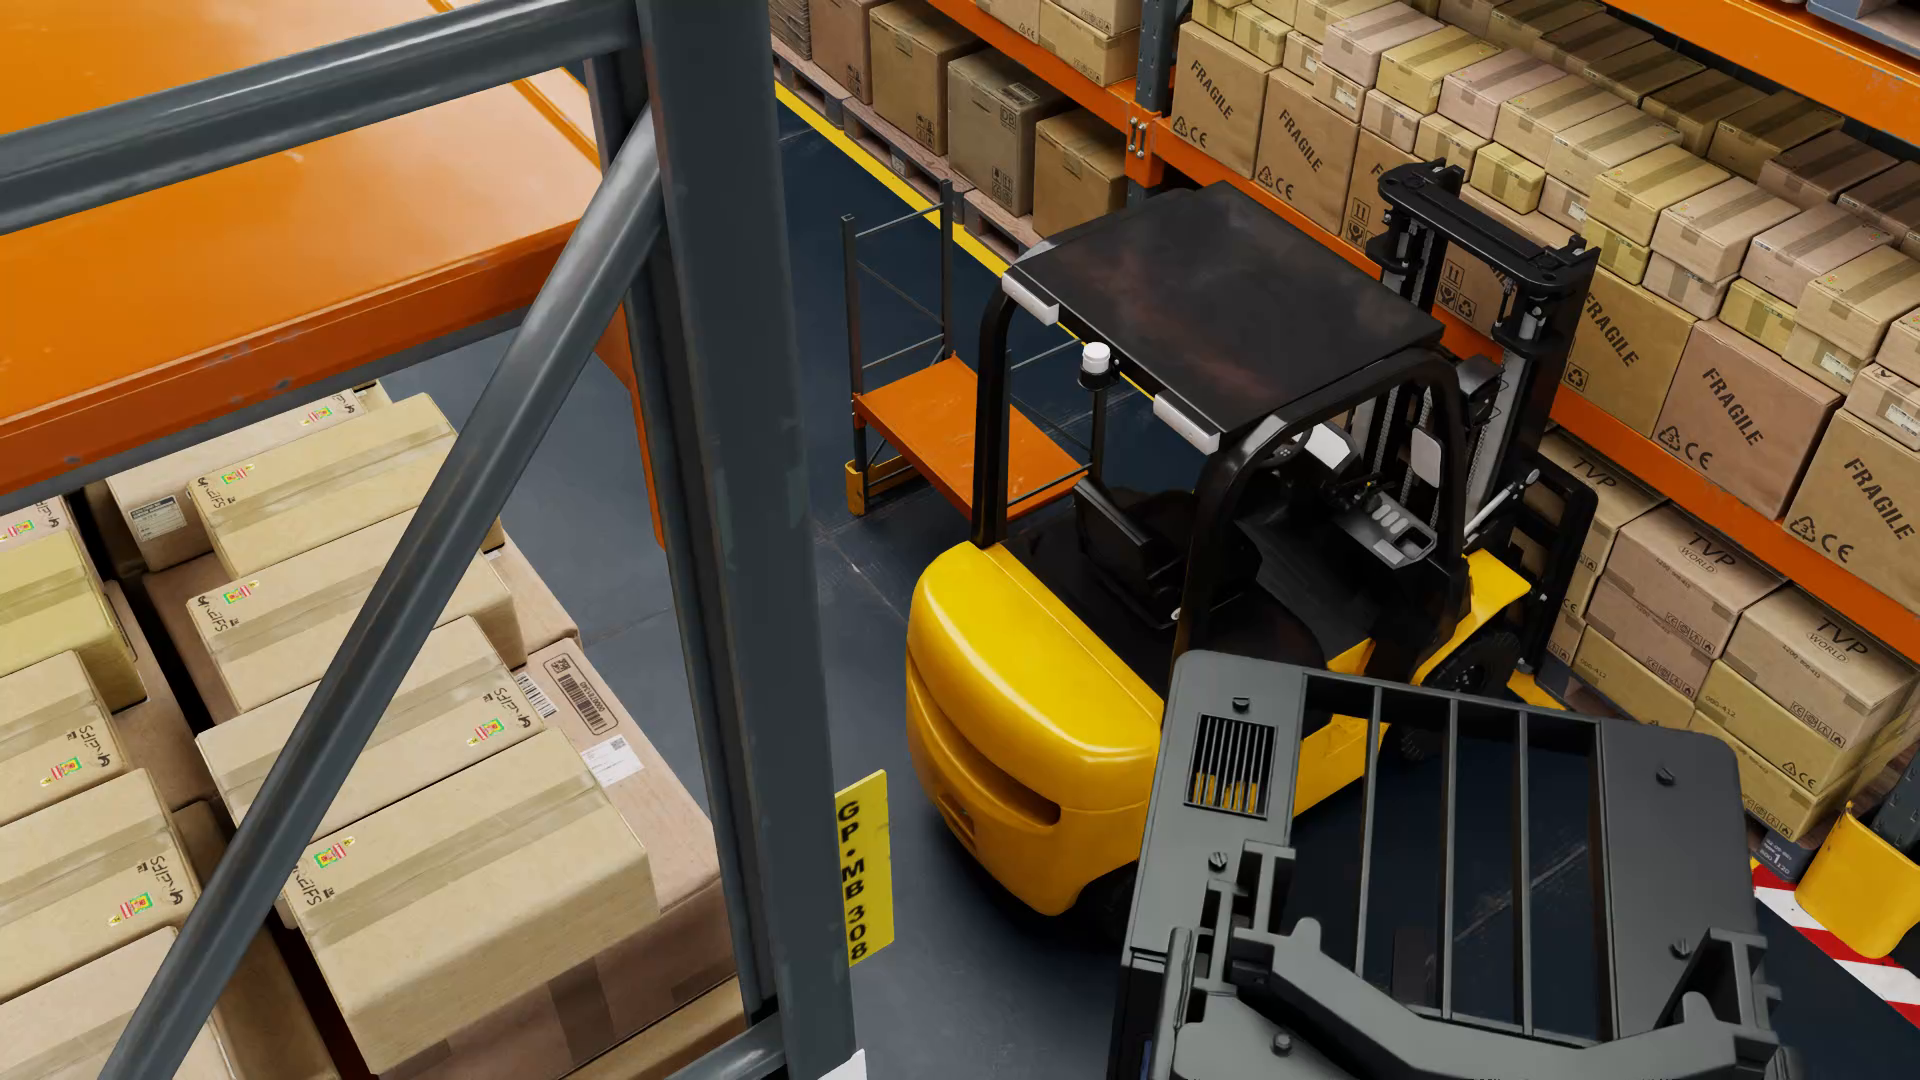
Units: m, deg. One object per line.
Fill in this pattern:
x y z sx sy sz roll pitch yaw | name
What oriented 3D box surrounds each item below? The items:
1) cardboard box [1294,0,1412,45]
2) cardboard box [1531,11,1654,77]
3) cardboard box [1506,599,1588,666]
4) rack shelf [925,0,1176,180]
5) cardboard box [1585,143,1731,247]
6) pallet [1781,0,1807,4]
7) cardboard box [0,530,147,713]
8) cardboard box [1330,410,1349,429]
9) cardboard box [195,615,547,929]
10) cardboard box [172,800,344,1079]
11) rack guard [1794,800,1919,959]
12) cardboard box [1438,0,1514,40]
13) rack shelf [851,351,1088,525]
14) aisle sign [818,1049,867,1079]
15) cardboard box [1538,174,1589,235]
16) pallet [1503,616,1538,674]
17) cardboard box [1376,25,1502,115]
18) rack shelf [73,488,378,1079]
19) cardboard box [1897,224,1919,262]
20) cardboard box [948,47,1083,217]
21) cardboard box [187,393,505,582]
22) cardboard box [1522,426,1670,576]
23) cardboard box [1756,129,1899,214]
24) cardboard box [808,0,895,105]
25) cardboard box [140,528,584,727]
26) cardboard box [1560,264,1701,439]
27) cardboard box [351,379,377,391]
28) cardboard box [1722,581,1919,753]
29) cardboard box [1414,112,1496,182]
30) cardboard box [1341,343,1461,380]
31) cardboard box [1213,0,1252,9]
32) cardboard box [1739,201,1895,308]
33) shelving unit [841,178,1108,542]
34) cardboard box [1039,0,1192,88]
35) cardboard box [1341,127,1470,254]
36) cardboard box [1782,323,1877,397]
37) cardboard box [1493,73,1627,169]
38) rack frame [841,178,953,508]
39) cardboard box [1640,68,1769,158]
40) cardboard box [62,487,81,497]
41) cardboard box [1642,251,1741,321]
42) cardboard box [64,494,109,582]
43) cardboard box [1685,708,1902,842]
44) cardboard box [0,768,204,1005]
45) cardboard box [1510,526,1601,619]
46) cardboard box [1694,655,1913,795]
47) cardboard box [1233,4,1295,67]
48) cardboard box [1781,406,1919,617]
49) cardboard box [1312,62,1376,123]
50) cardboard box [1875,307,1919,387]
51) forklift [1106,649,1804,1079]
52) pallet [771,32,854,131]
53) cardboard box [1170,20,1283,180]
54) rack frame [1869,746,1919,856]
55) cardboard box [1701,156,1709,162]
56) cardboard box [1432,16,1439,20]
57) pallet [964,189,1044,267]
1.531 -2.058 6.467 0.380 0.149 0.250 -27 50 -25 | cardboard box
2.351 -1.810 6.207 0.380 0.149 0.250 -26 50 -25 | cardboard box
2.420 0.163 6.585 0.500 0.250 0.500 -25 49 -24 | cardboard box
0.071 -3.104 8.841 1.077 0.370 4.000 -26 49 -24 | rack shelf
2.313 -1.147 5.512 0.380 0.149 0.250 -25 49 -24 | cardboard box
2.418 -2.121 5.182 1.003 0.211 1.213 -26 49 -24 | pallet
-1.382 0.177 2.315 0.380 0.149 0.250 -25 49 -24 | cardboard box
1.806 -0.600 7.022 0.500 0.250 0.500 -26 50 -25 | cardboard box
-0.759 0.296 2.190 0.380 0.149 0.250 -26 49 -25 | cardboard box
-1.080 0.676 2.082 0.500 0.250 0.500 -26 50 -25 | cardboard box
3.517 0.952 5.882 1.175 0.500 0.348 -26 49 -24 | rack guard
2.112 -2.128 6.540 0.380 0.149 0.250 -27 50 -25 | cardboard box
0.049 -0.364 6.797 0.538 0.185 1.000 -26 49 -24 | rack shelf
-0.276 0.970 2.170 0.394 0.787 0.004 -26 49 -24 | aisle sign
2.252 -1.216 5.800 0.380 0.149 0.250 -26 49 -25 | cardboard box
2.337 -0.064 7.155 1.003 0.211 1.213 -26 49 -24 | pallet
1.764 -1.736 6.129 0.380 0.149 0.250 -26 50 -25 | cardboard box
-1.710 0.040 3.376 1.077 0.370 4.000 -26 49 -24 | rack shelf
3.201 -0.924 5.279 0.380 0.149 0.250 -25 49 -24 | cardboard box
0.469 -2.258 8.849 0.875 0.625 0.625 -26 50 -25 | cardboard box
-0.934 -0.041 2.544 0.380 0.149 0.250 -26 49 -25 | cardboard box
2.390 -0.191 6.232 0.500 0.250 0.500 -25 49 -24 | cardboard box
2.901 -1.209 5.578 0.380 0.149 0.250 -24 49 -23 | cardboard box
-0.348 -3.064 9.694 0.875 0.625 0.625 -24 49 -23 | cardboard box
-0.915 0.180 2.601 0.500 0.250 0.500 -26 50 -25 | cardboard box
2.423 -0.764 5.797 0.500 0.500 0.500 -27 50 -25 | cardboard box
-1.237 -0.324 2.840 0.380 0.149 0.250 -24 49 -23 | cardboard box
2.984 0.378 5.636 0.500 0.250 0.500 -24 49 -23 | cardboard box
1.890 -1.481 6.078 0.380 0.149 0.250 -27 50 -26 | cardboard box
1.812 -0.781 6.850 0.500 0.250 0.500 -24 49 -23 | cardboard box
1.154 -2.312 6.733 0.380 0.149 0.250 -25 49 -24 | cardboard box
2.705 -0.899 5.253 0.380 0.149 0.250 -25 49 -24 | cardboard box
0.044 -0.499 6.678 0.587 1.500 1.083 -26 49 -24 | shelving unit
0.712 -2.359 7.648 0.500 0.250 0.500 -25 49 -24 | cardboard box
1.857 -1.338 6.398 0.500 0.500 0.500 -26 50 -25 | cardboard box
2.806 -0.626 5.182 0.380 0.149 0.250 -25 49 -24 | cardboard box
2.113 -1.479 5.861 0.380 0.149 0.250 -26 49 -24 | cardboard box
-0.242 -0.782 6.974 0.500 1.500 0.032 -26 49 -24 | rack frame
2.625 -1.506 5.888 0.380 0.149 0.250 -25 49 -24 | cardboard box
-1.644 -0.123 2.629 0.380 0.149 0.250 -27 50 -26 | cardboard box
2.482 -0.904 5.473 0.380 0.149 0.250 -27 50 -26 | cardboard box
-1.667 0.098 2.687 0.500 0.250 0.500 -24 49 -23 | cardboard box
2.975 0.736 5.985 0.500 0.250 0.500 -25 49 -24 | cardboard box
-1.118 0.479 2.000 0.380 0.149 0.250 -25 49 -24 | cardboard box
2.378 -0.028 6.423 0.500 0.250 0.500 -27 50 -25 | cardboard box
2.968 0.544 5.824 0.500 0.250 0.500 -26 50 -25 | cardboard box
1.331 -2.071 6.696 0.380 0.149 0.250 -25 49 -24 | cardboard box
3.006 -0.177 5.181 0.500 0.500 0.500 -27 50 -25 | cardboard box
1.583 -1.766 6.376 0.380 0.149 0.250 -25 49 -24 | cardboard box
2.959 -0.591 4.930 0.380 0.149 0.250 -26 49 -24 | cardboard box
0.872 1.350 3.704 1.130 2.935 3.031 9 44 9 | forklift
-0.635 -3.006 10.237 1.003 0.211 1.213 -26 49 -24 | pallet
1.254 -1.913 7.000 0.500 0.500 0.500 -27 50 -25 | cardboard box
3.503 0.034 5.033 1.000 3.000 0.127 -26 49 -24 | rack frame
2.664 -1.408 6.001 0.380 0.149 0.250 -26 49 -25 | cardboard box
1.925 -2.140 6.768 0.380 0.149 0.250 -25 49 -23 | cardboard box
0.761 -1.624 8.789 1.003 0.211 1.213 -26 49 -24 | pallet
